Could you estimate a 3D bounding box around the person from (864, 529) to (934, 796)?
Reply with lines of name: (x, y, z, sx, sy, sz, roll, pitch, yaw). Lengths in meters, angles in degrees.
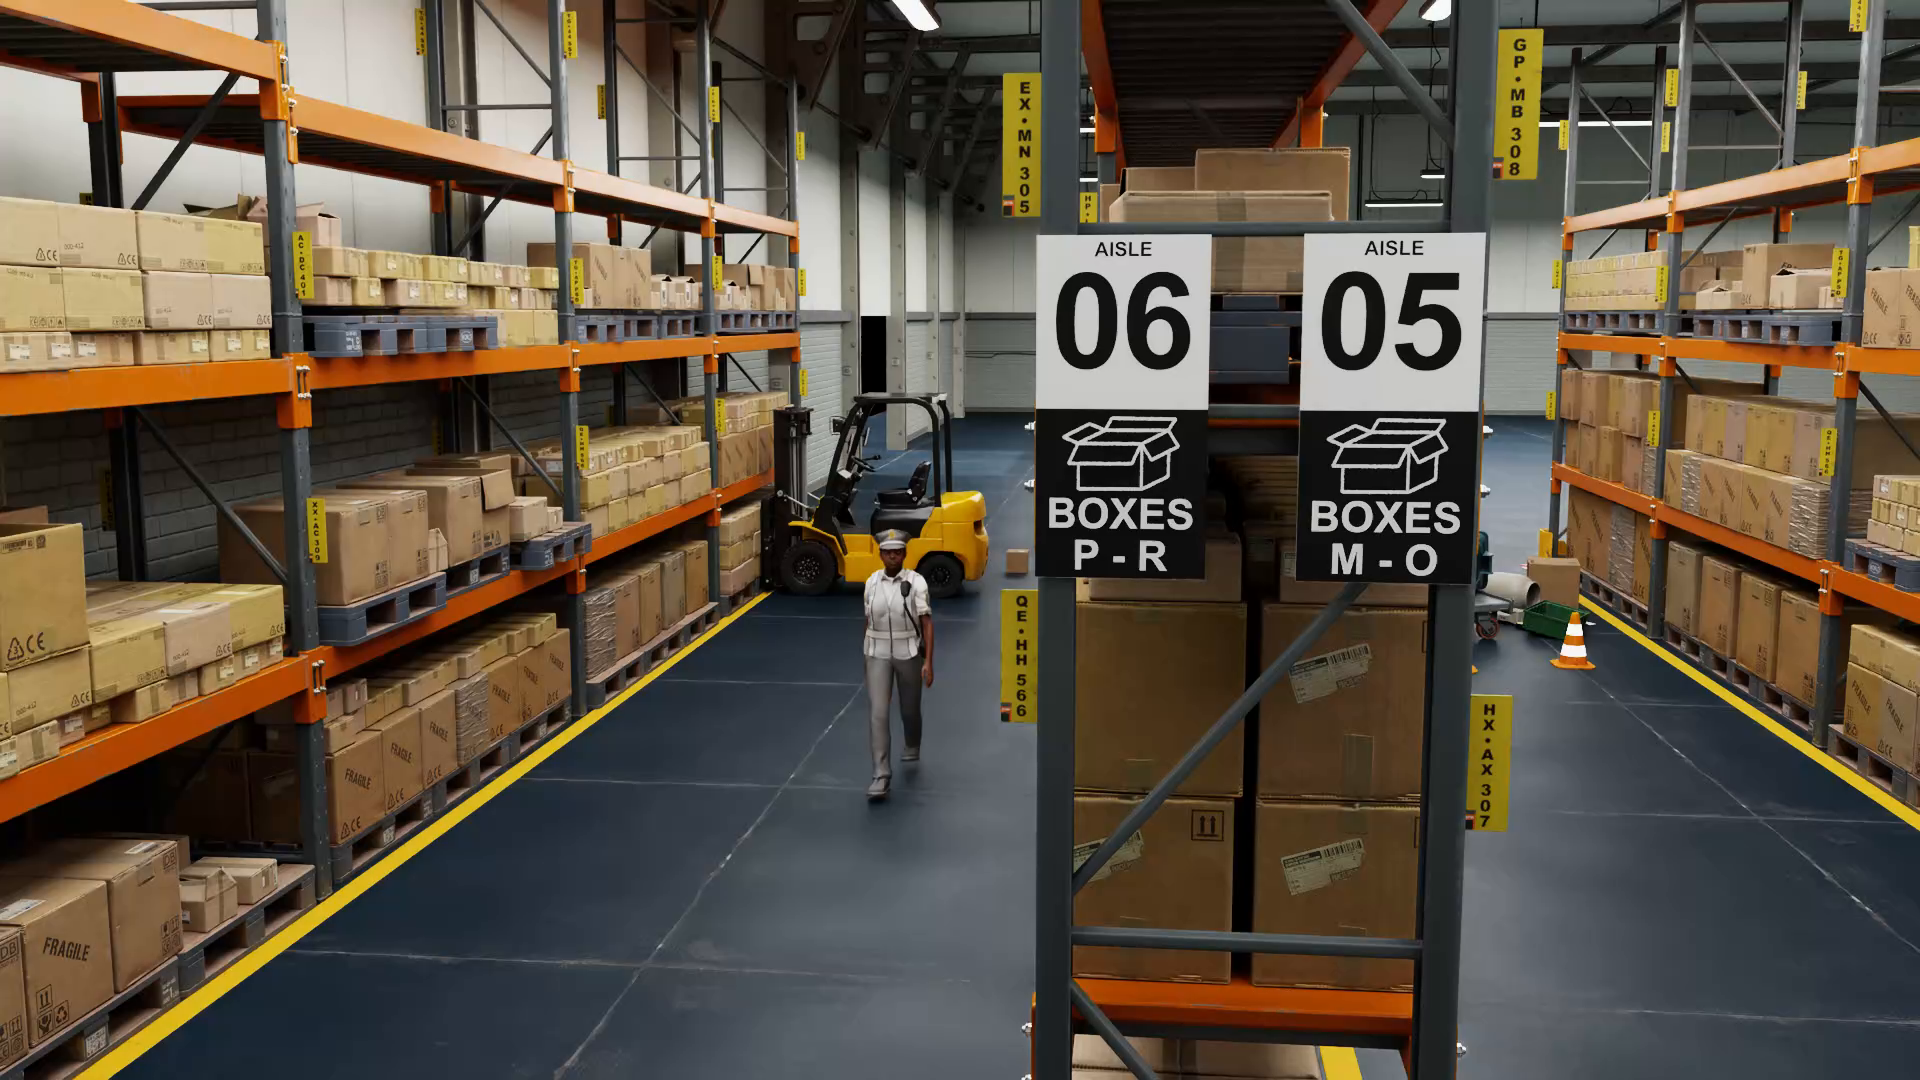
person: (-0.391, 0.742, 10.665, 0.476, 1.649, 0.953, 1, 8, 5)
